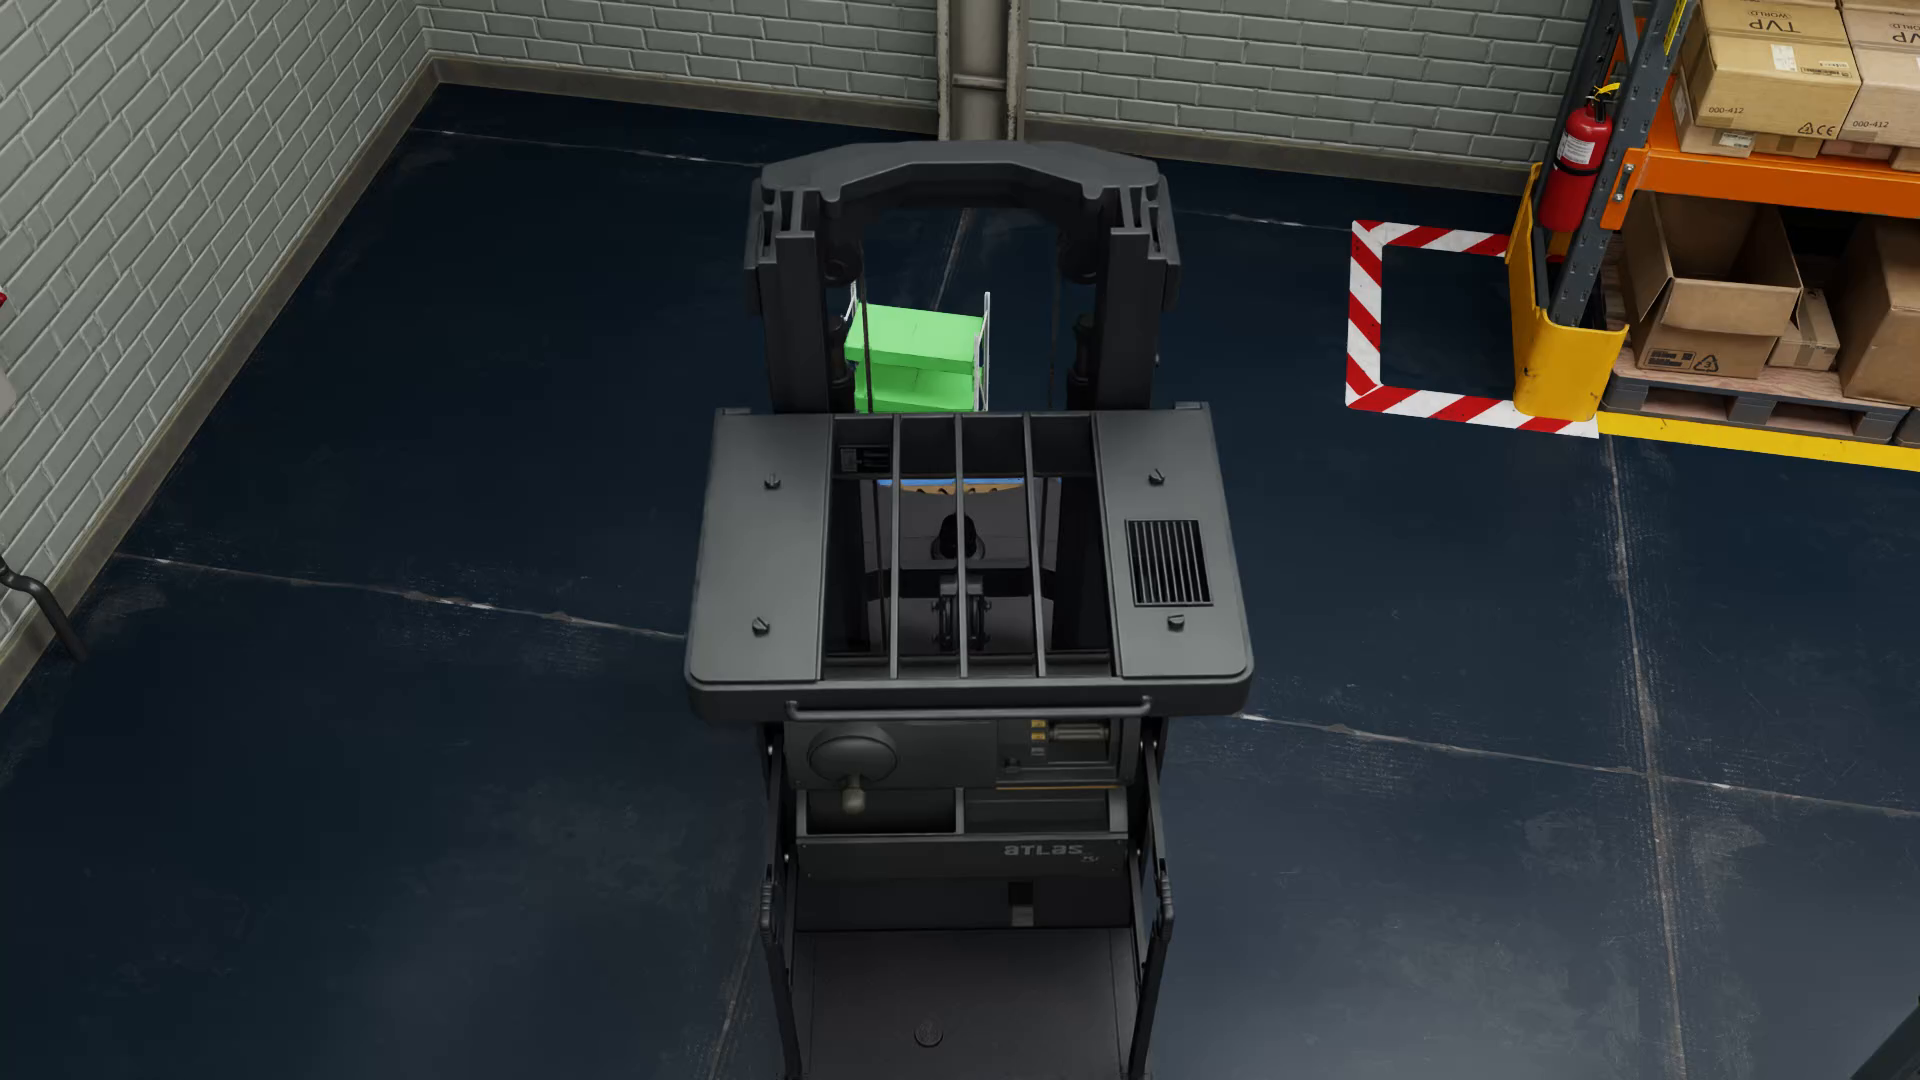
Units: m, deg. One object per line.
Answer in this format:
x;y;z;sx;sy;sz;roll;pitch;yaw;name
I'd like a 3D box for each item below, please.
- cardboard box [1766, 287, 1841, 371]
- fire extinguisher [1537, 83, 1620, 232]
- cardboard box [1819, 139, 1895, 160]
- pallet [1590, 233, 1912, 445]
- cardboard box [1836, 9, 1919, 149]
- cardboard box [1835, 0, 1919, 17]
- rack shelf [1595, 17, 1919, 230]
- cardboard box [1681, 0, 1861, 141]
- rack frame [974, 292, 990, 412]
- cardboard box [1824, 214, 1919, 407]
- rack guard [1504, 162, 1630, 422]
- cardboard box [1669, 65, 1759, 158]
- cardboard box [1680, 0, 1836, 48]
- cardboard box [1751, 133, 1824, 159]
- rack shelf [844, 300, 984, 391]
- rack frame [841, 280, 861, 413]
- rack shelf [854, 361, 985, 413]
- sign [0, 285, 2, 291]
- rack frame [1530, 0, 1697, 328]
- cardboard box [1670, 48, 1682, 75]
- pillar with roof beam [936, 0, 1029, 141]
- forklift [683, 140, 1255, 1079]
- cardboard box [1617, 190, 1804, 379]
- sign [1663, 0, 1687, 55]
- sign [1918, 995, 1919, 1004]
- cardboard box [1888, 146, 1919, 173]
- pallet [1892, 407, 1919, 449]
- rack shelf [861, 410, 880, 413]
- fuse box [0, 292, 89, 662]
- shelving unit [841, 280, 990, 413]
3.599;-0.917;7.164;0.250;0.149;0.380;6;48;5;cardboard box
2.376;-1.496;6.352;0.183;0.674;0.296;8;49;7;fire extinguisher
3.401;-1.628;6.337;0.250;0.149;0.380;7;48;6;cardboard box
3.462;-0.918;7.405;1.213;0.211;1.003;8;49;7;pallet
3.498;-1.690;6.125;0.500;0.250;0.500;8;49;7;cardboard box
3.610;-2.079;6.474;0.500;0.250;0.500;8;49;7;cardboard box
4.571;-1.460;6.501;4.000;0.370;1.077;8;49;7;rack shelf
3.002;-1.757;6.185;0.500;0.250;0.500;8;49;7;cardboard box
0.077;-0.391;6.266;0.015;1.200;0.240;8;49;7;rack frame
4.022;-0.978;6.982;0.500;0.500;0.700;9;49;8;cardboard box
2.678;-1.119;7.392;0.348;0.500;1.175;8;49;7;rack guard
2.878;-1.637;6.345;0.250;0.149;0.380;7;48;7;cardboard box
3.103;-2.148;6.536;0.500;0.250;0.500;9;49;8;cardboard box
3.136;-1.637;6.345;0.250;0.149;0.380;9;49;8;cardboard box
-0.163;-0.701;5.986;0.480;0.148;0.258;8;49;7;rack shelf
-0.403;-0.455;6.324;0.015;1.200;0.240;8;49;7;rack frame
-0.163;-0.541;6.164;0.480;0.148;0.258;8;49;7;rack shelf
-3.428;-0.936;5.610;0.001;0.494;0.329;8;49;7;sign
2.603;-1.965;6.471;0.127;3.000;1.000;8;49;7;rack frame
2.977;-2.034;6.702;0.250;0.149;0.380;7;48;6;cardboard box
-0.656;-1.835;2.321;0.400;9.000;9.100;8;49;7;pillar with roof beam
0.011;0.618;4.197;1.130;2.935;3.031;-1;48;-1;forklift
3.188;-1.121;7.108;0.637;0.503;0.797;6;48;5;cardboard box
2.507;-1.857;5.792;0.005;0.325;0.100;8;49;7;sign
1.834;0.807;3.042;0.005;0.325;0.100;8;49;7;sign
3.639;-1.549;6.266;0.250;0.149;0.380;9;49;8;cardboard box
4.659;-0.755;7.259;1.213;0.211;1.003;8;49;7;pallet
-0.163;-0.380;6.343;0.480;0.148;0.258;8;49;7;rack shelf
-3.312;-0.148;5.704;0.414;1.711;0.539;8;49;7;fuse box
-0.163;-0.423;6.295;0.503;1.200;0.258;8;49;7;shelving unit
